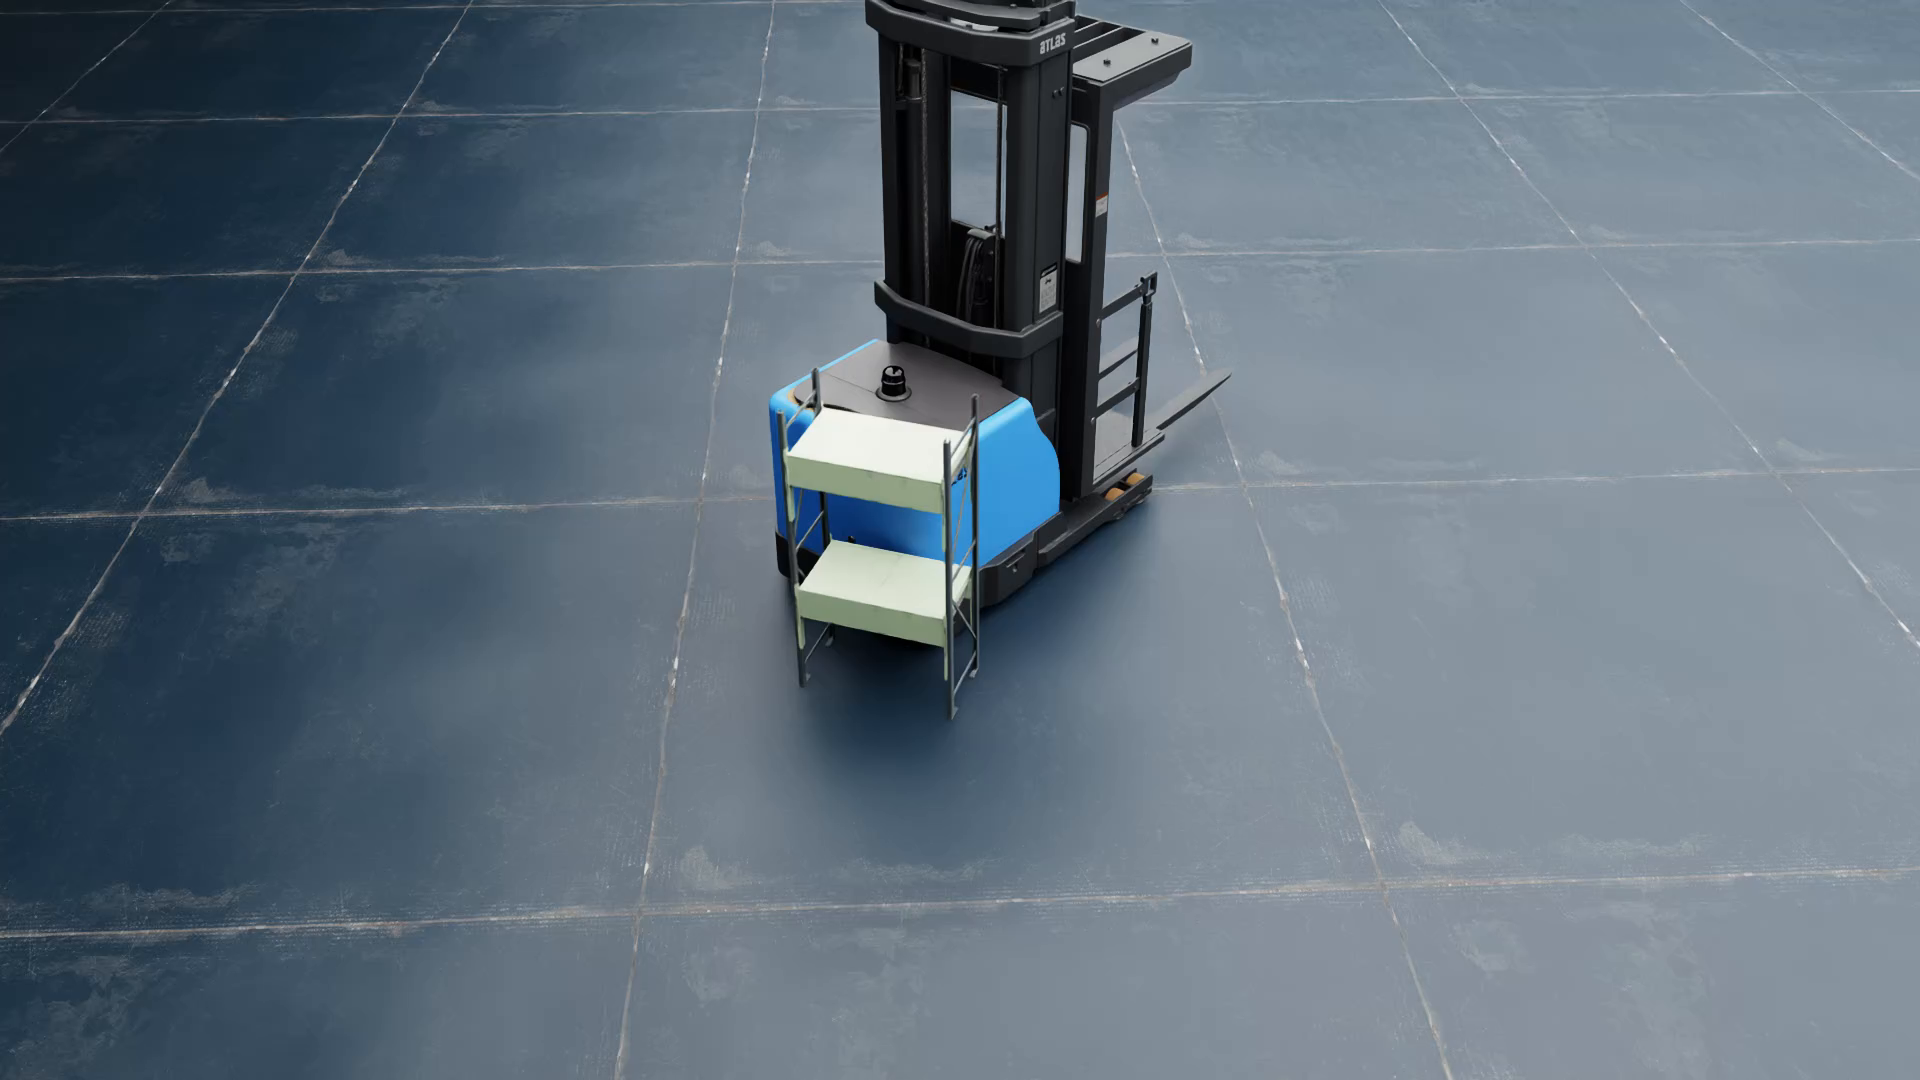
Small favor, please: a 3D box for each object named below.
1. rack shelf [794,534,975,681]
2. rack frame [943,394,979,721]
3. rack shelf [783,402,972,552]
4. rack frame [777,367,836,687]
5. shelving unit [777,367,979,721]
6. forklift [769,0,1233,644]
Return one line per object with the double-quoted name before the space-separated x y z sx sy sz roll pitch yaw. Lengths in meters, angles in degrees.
"rack shelf" -0.333 0.301 7.597 0.720 0.370 0.431 11 37 15
"rack frame" 0.011 0.104 7.309 0.023 1.500 0.400 11 37 15
"rack shelf" -0.338 -0.280 7.178 0.720 0.370 0.431 11 37 15
"rack frame" -0.682 -0.030 7.504 0.023 1.500 0.400 11 37 15
"shelving unit" -0.336 0.037 7.406 0.755 1.500 0.431 11 37 15
"forklift" 0.396 -1.480 8.349 1.130 2.935 3.031 25 42 31
